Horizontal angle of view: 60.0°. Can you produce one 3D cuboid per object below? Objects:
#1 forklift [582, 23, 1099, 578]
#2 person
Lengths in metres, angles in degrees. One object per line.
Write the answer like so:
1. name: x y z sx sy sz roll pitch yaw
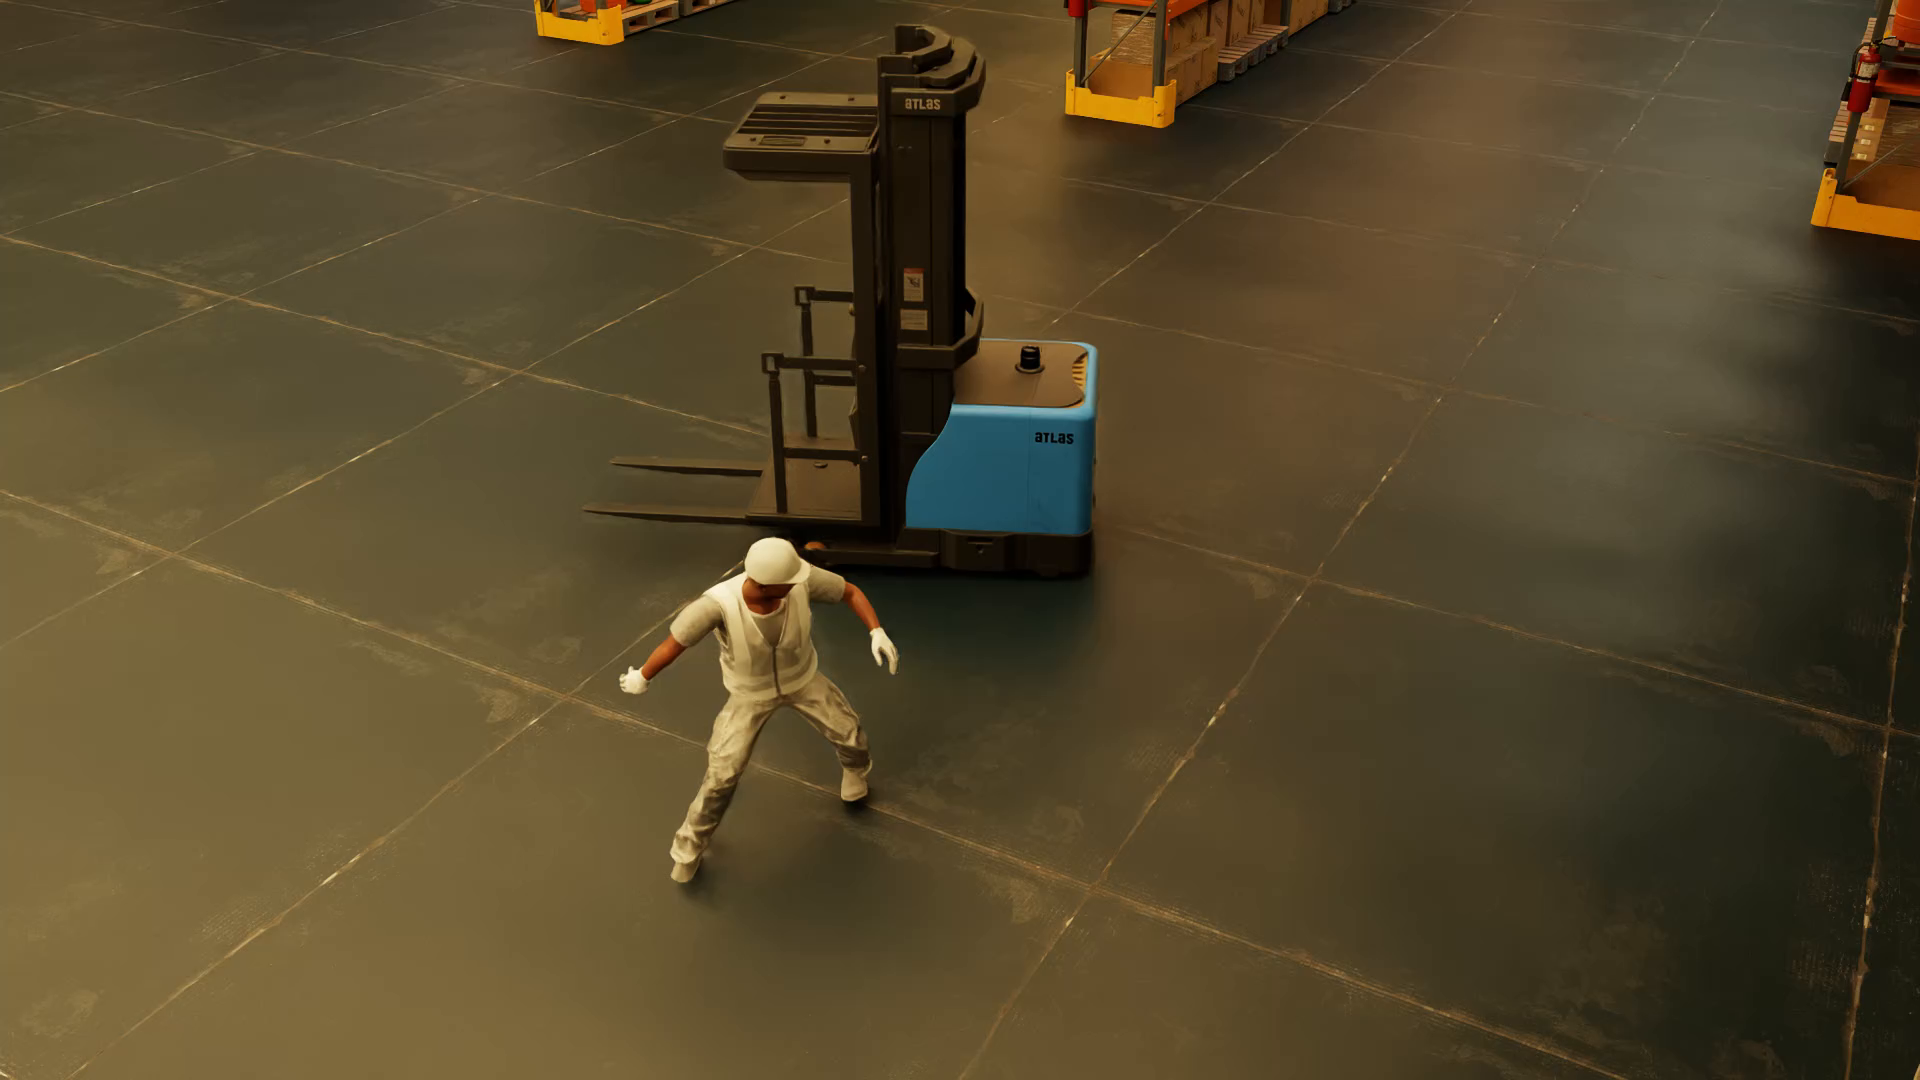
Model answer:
1. forklift: -0.709 -1.351 9.411 3.031 2.935 1.130 3 30 5
2. person: -0.873 0.696 7.302 1.147 1.733 0.583 -11 32 -18
